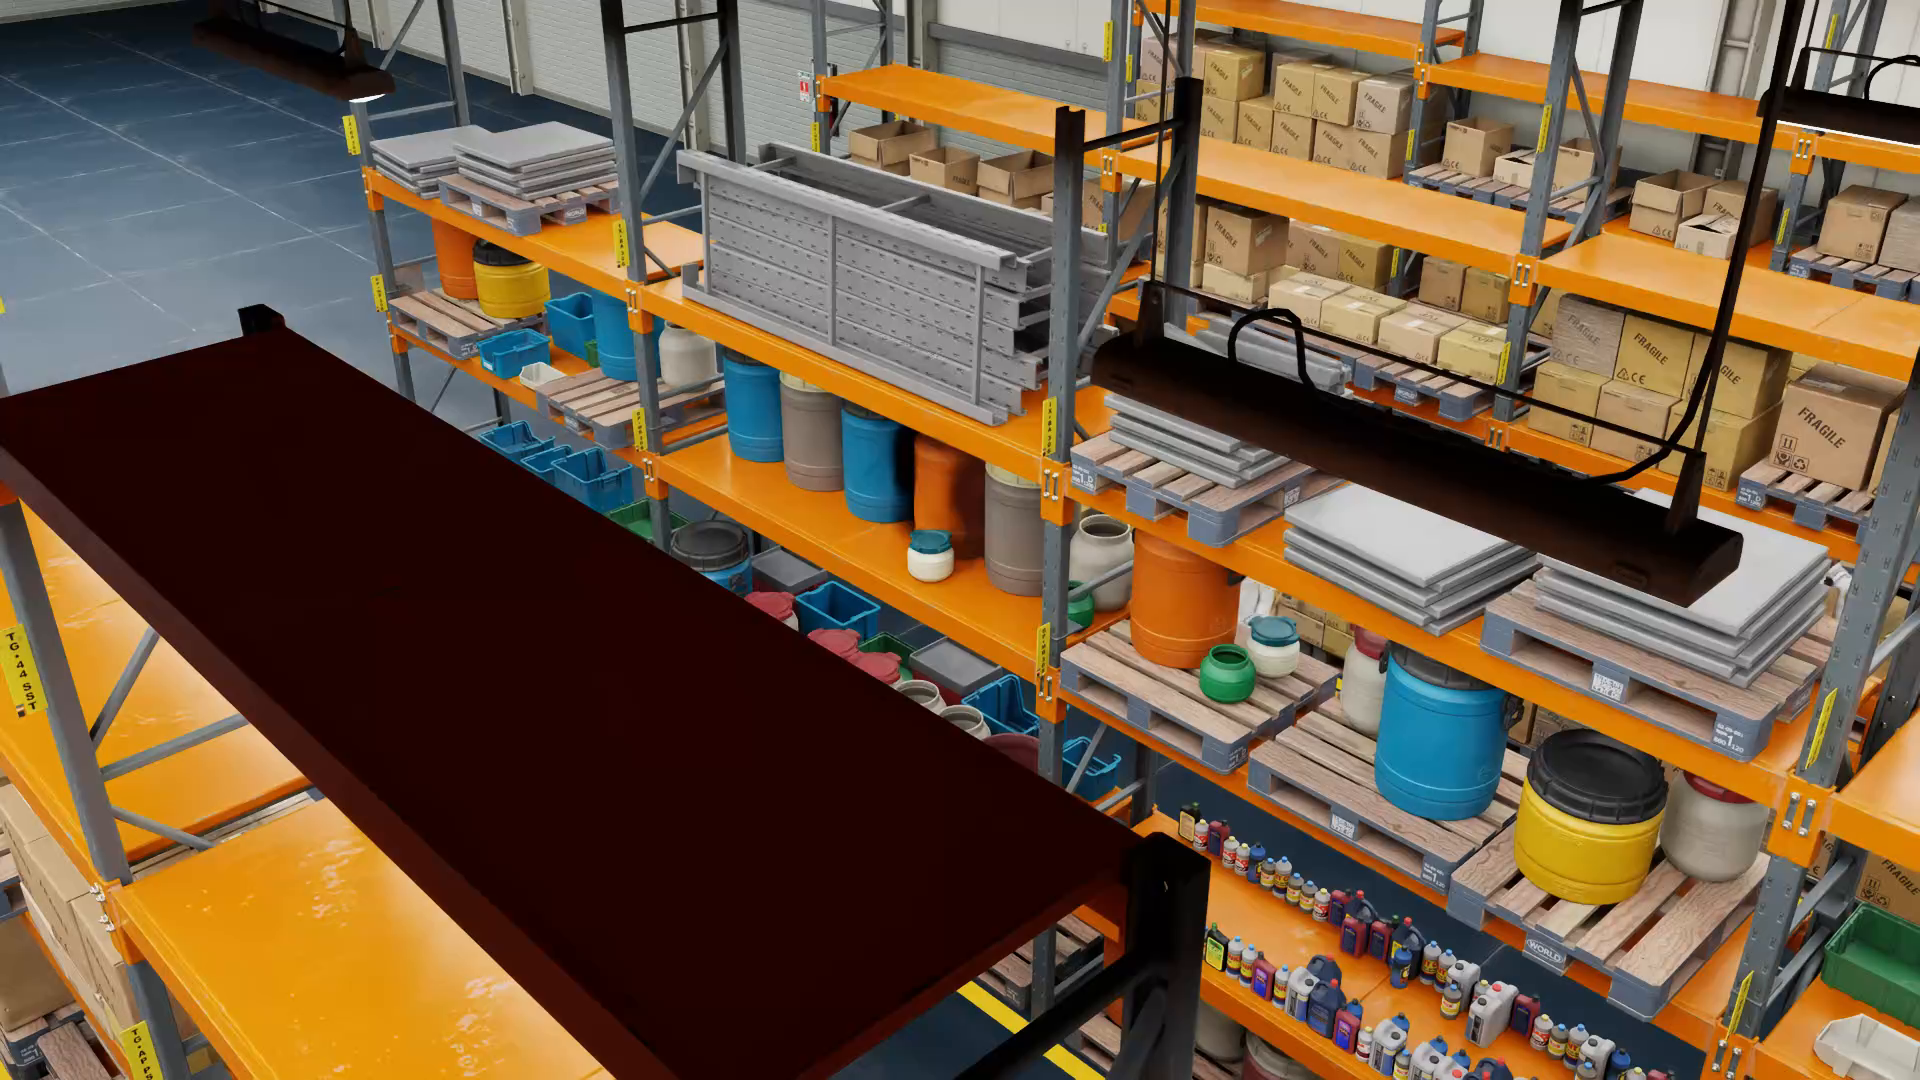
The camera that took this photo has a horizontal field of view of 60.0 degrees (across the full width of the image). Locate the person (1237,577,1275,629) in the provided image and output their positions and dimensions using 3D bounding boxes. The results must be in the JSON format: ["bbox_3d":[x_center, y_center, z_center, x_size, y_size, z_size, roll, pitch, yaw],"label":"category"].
[{"bbox_3d":[2.321,0.631,13.786,0.508,1.767,0.627,-2,28,-3],"label":"person"}]

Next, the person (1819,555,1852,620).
[{"bbox_3d":[7.037,0.707,13.765,0.421,1.698,0.500,-22,35,-34],"label":"person"}]
